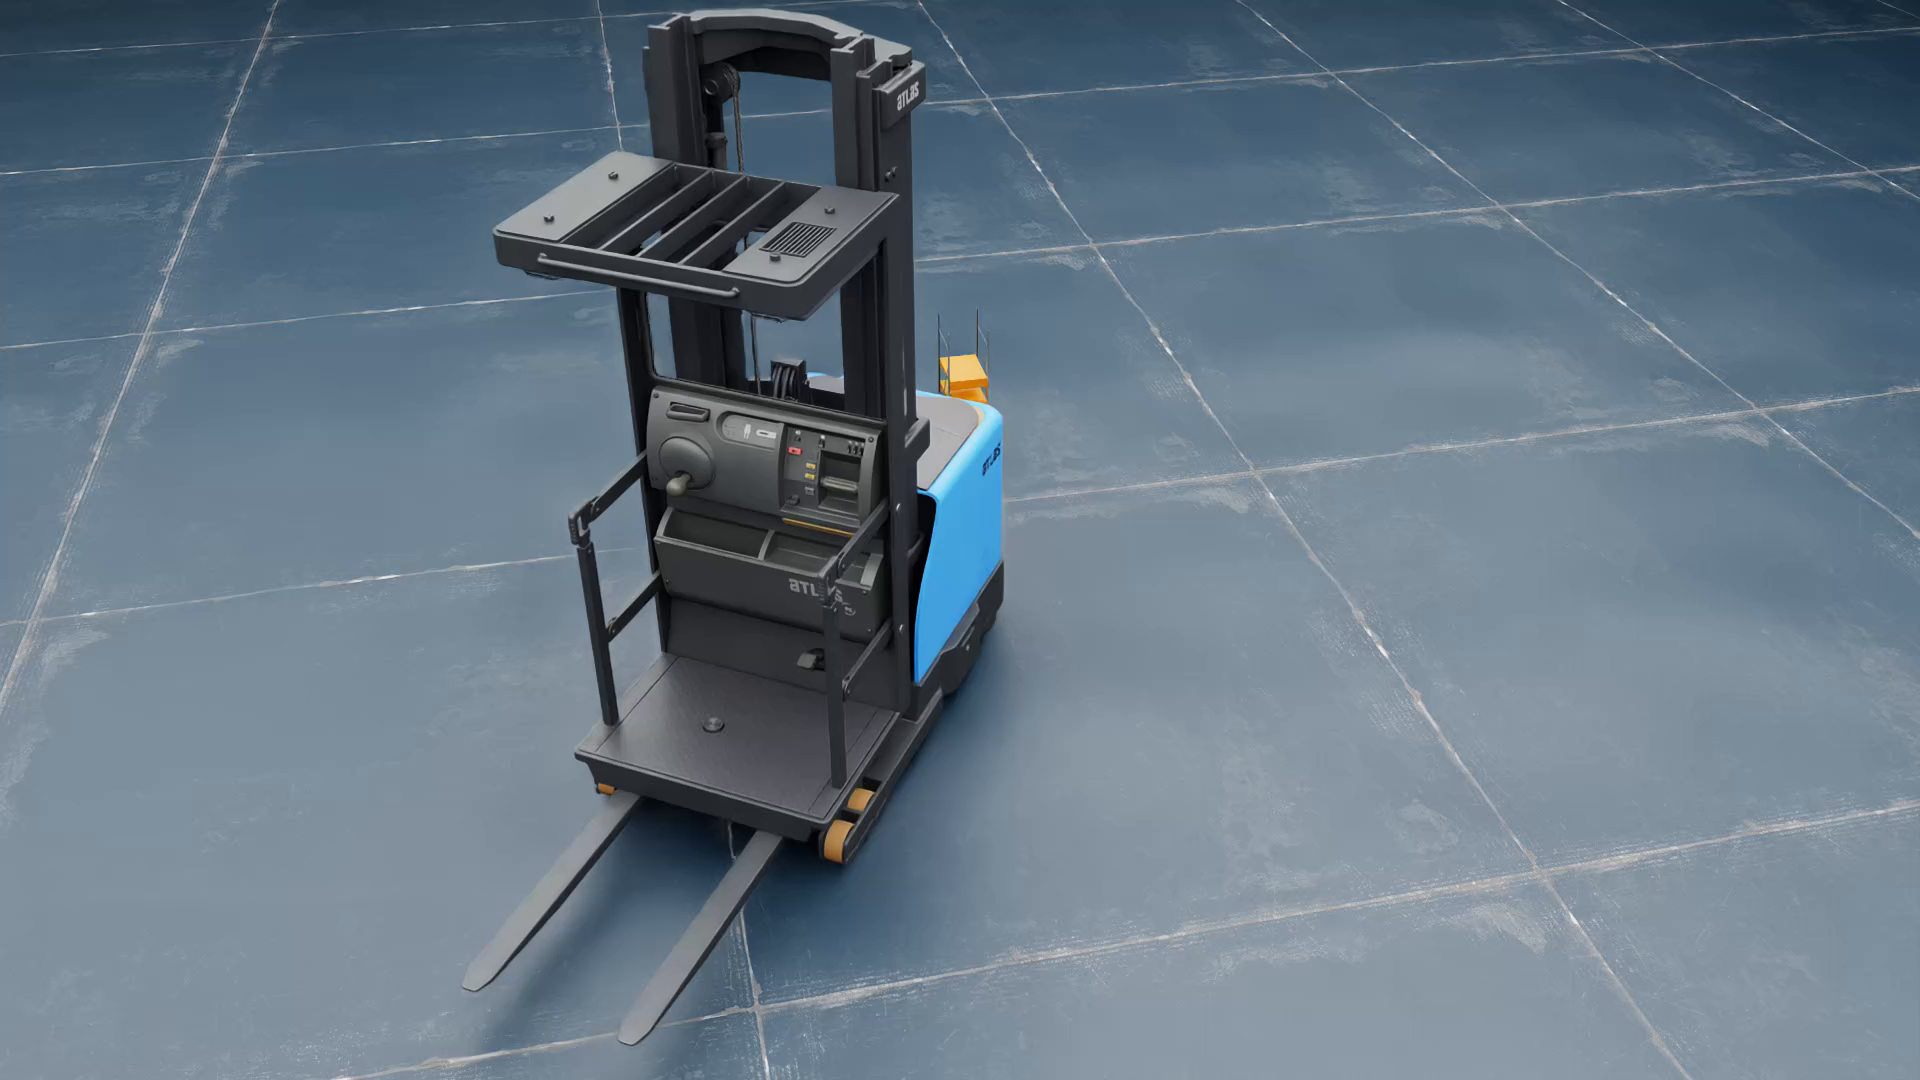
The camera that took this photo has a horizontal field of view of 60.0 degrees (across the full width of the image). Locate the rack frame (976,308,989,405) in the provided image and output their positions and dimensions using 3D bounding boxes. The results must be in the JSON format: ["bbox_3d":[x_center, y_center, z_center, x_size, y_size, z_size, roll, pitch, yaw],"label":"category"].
[{"bbox_3d":[0.103,-0.511,7.935,0.006,1.200,0.240,-7,35,-11],"label":"rack frame"}]

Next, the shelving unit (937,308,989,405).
[{"bbox_3d":[0.014,-0.500,7.918,0.189,1.200,0.258,-7,35,-11],"label":"shelving unit"}]

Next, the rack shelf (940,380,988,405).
[{"bbox_3d":[0.014,-0.662,7.809,0.180,0.103,0.258,-7,35,-11],"label":"rack shelf"}]

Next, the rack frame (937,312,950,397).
[{"bbox_3d":[-0.075,-0.489,7.902,0.006,1.200,0.240,-7,35,-11],"label":"rack frame"}]

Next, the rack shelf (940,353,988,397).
[{"bbox_3d":[0.014,-0.762,7.742,0.180,0.103,0.258,-7,35,-11],"label":"rack shelf"}]

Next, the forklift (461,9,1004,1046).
[{"bbox_3d":[-0.814,-0.241,5.979,1.130,2.935,3.031,12,36,18],"label":"forklift"}]
